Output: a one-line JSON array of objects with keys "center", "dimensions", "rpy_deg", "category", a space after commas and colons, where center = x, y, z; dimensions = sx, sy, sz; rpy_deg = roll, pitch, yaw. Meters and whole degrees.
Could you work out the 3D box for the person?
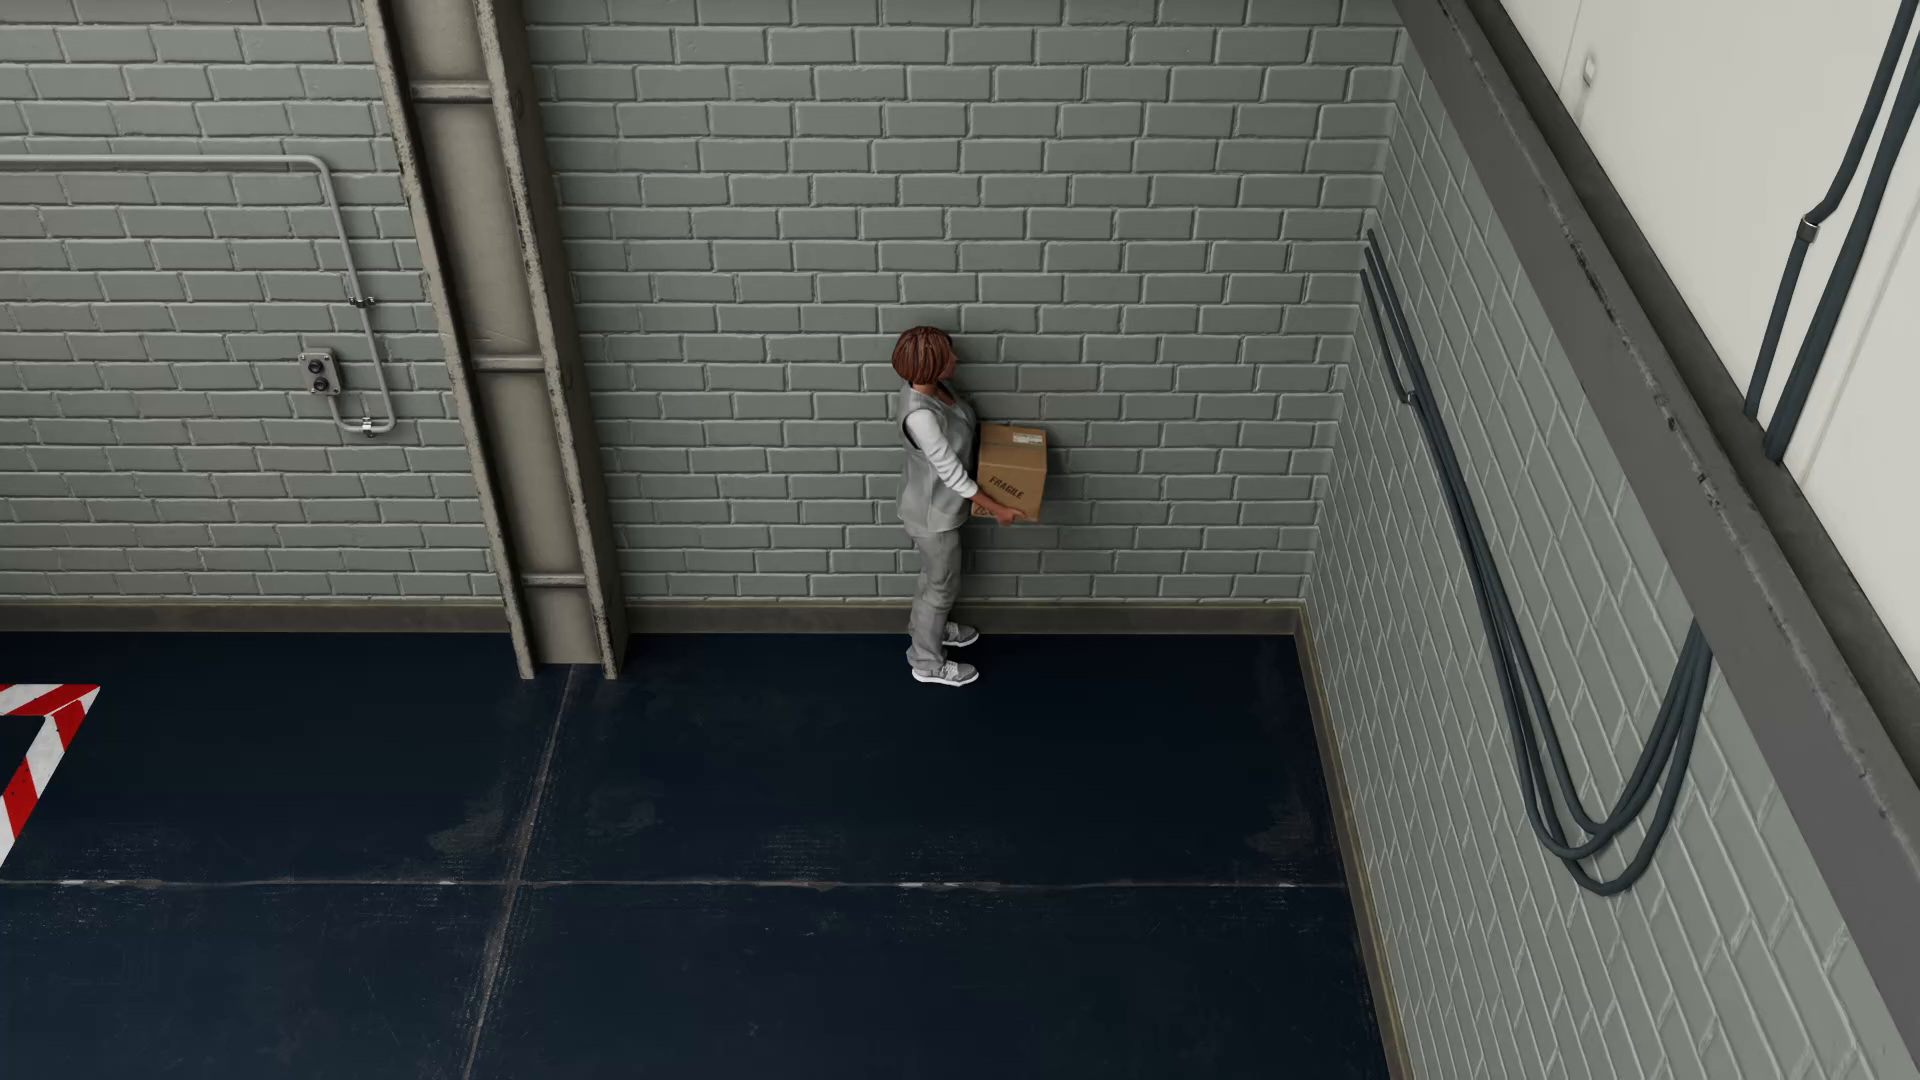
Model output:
[{"center": [0.004, -0.123, 6.314], "dimensions": [0.494, 1.593, 0.404], "rpy_deg": [1, 40, 1], "category": "person"}]
